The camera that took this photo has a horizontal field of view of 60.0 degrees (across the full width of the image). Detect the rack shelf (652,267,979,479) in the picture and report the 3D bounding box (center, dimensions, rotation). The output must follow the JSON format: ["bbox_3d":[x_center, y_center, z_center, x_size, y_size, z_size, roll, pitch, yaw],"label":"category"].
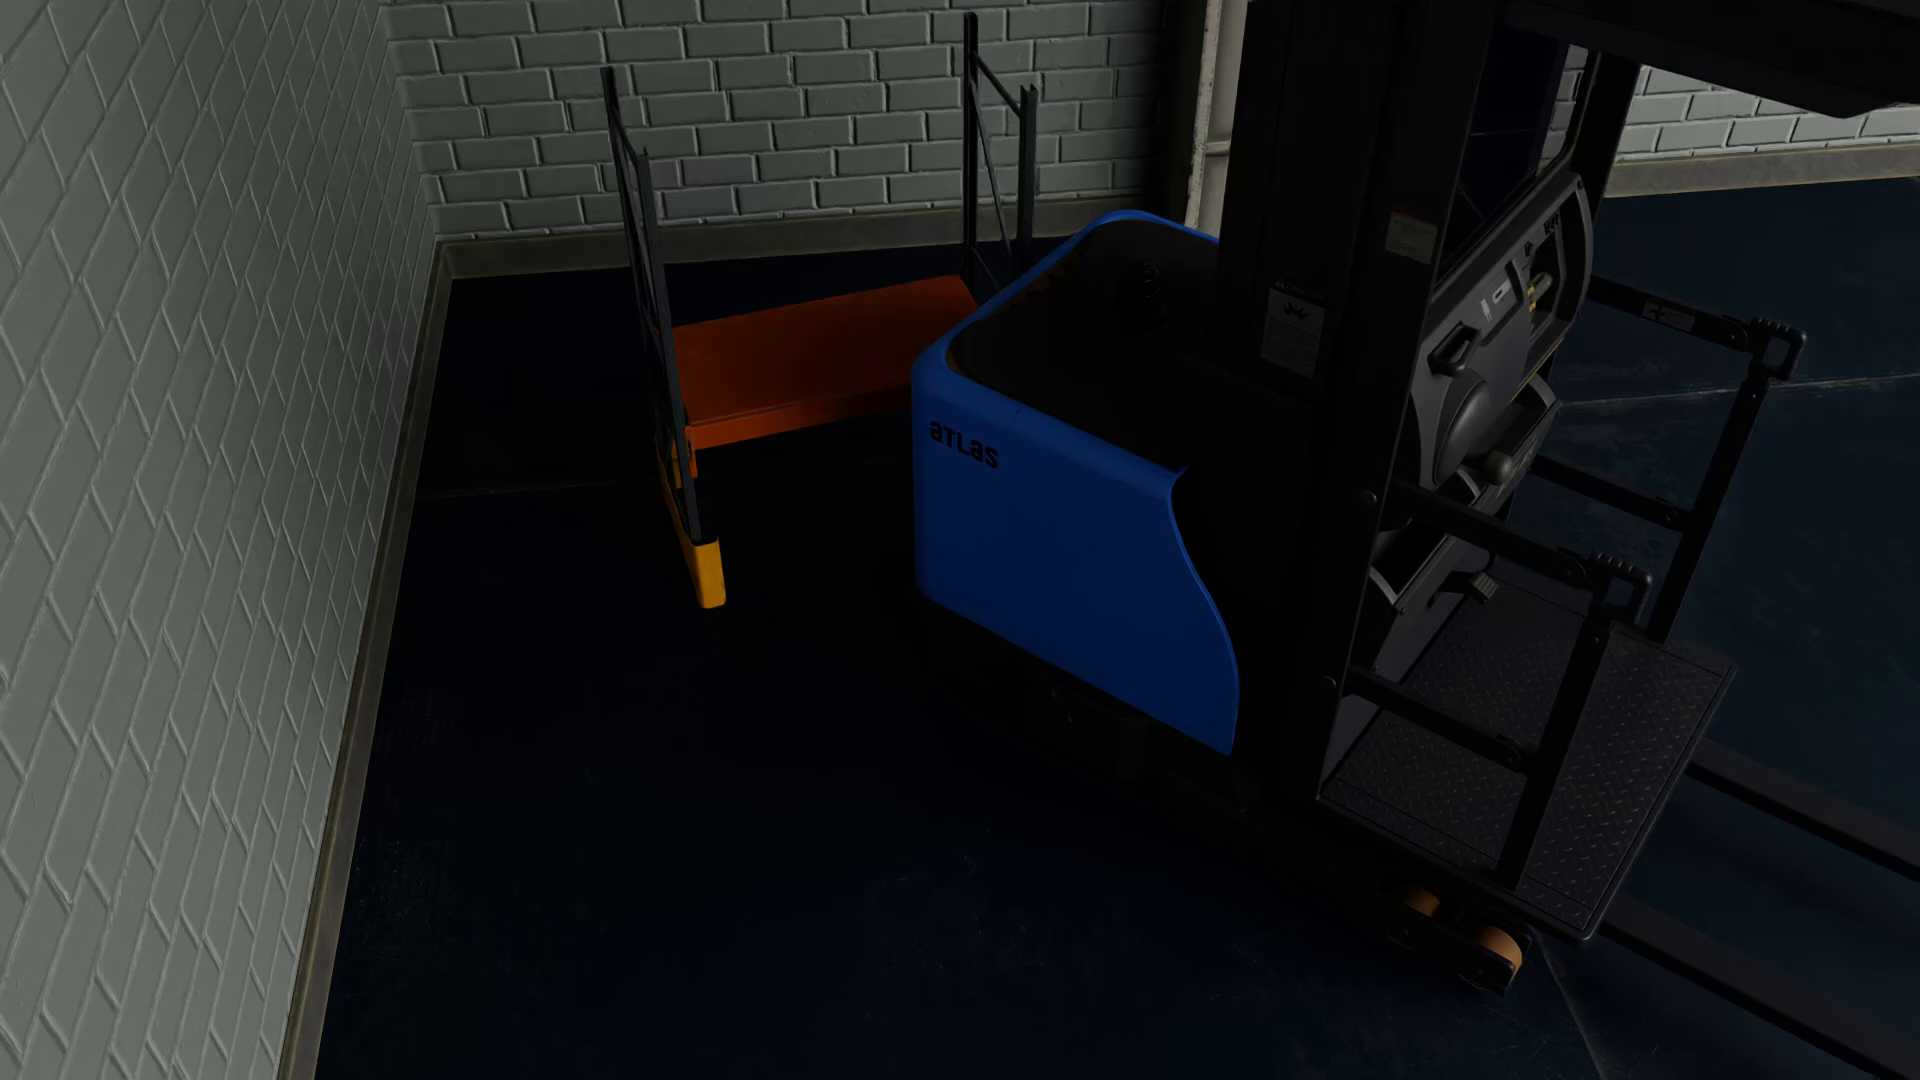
[{"bbox_3d":[-0.375,-0.514,4.969,1.000,0.185,0.538,-13,44,-14],"label":"rack shelf"}]

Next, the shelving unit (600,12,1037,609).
[{"bbox_3d":[-0.367,-0.650,4.850,1.083,1.500,0.587,-13,44,-14],"label":"shelving unit"}]

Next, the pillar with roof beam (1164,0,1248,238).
[{"bbox_3d":[1.580,-1.660,0.372,0.400,9.000,9.100,-5,42,-6],"label":"pillar with roof beam"}]

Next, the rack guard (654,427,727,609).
[{"bbox_3d":[-0.837,-0.077,5.148,0.087,0.250,0.587,-13,44,-14],"label":"rack guard"}]

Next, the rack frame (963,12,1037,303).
[{"bbox_3d":[0.105,-0.759,4.972,0.032,1.500,0.500,-13,44,-14],"label":"rack frame"}]

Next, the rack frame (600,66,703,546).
[{"bbox_3d":[-0.856,-0.536,4.725,0.032,1.500,0.500,-13,44,-14],"label":"rack frame"}]

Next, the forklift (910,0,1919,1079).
[{"bbox_3d":[1.344,-0.404,3.509,3.031,2.935,1.130,27,48,26],"label":"forklift"}]
